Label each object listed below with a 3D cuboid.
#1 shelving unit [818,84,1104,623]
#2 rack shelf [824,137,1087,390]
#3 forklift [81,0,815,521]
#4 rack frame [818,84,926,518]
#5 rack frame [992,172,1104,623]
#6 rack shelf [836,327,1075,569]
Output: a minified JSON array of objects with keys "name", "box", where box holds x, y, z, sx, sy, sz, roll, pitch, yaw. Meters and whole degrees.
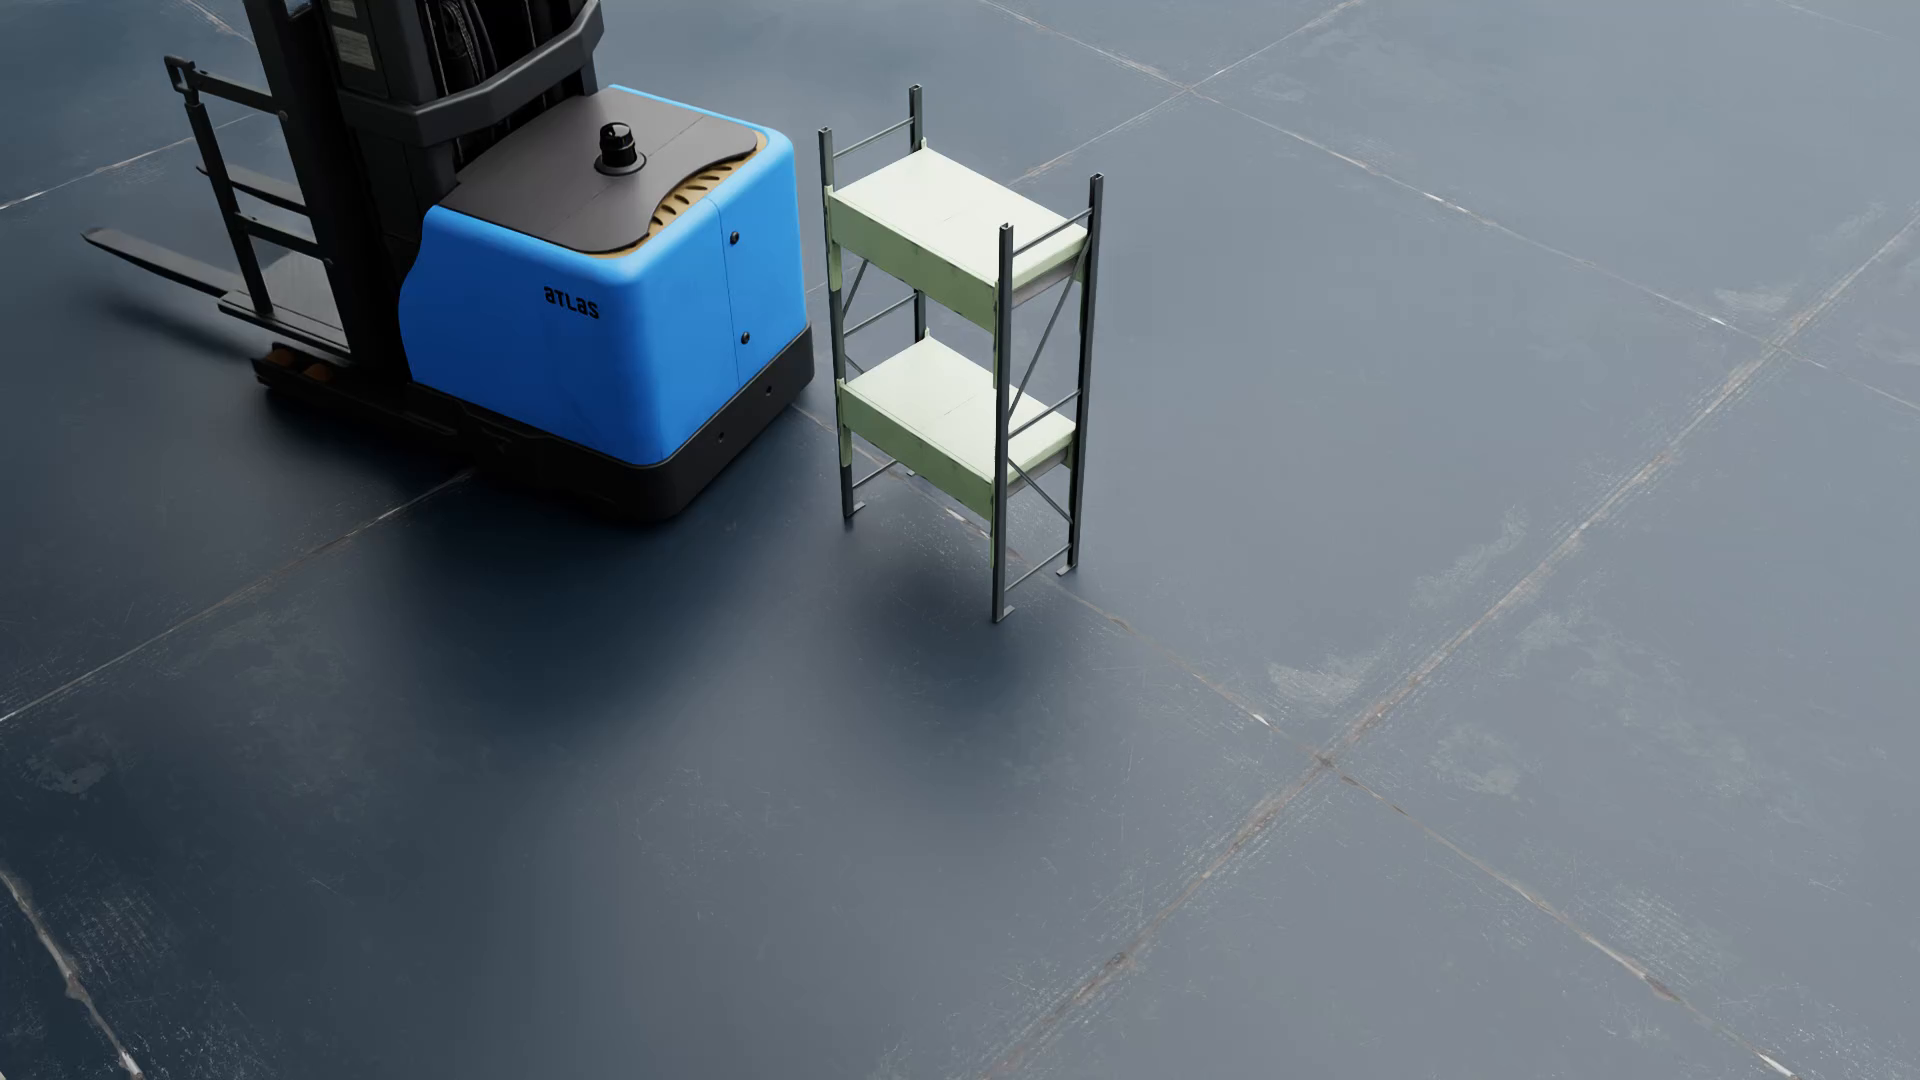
[{"name":"shelving unit","box":[-0.005,-0.554,5.244,0.431,1.500,0.755,-34,53,-31]},{"name":"rack shelf","box":[-0.005,-0.841,4.980,0.431,0.370,0.720,-34,53,-31]},{"name":"forklift","box":[-2.095,-1.867,5.610,3.031,2.935,1.130,20,46,21]},{"name":"rack frame","box":[-0.263,-0.730,5.435,0.400,1.500,0.023,-34,53,-31]},{"name":"rack frame","box":[0.254,-0.378,5.054,0.400,1.500,0.023,-34,53,-31]},{"name":"rack shelf","box":[-0.005,-0.315,5.466,0.431,0.370,0.720,-34,53,-31]}]
